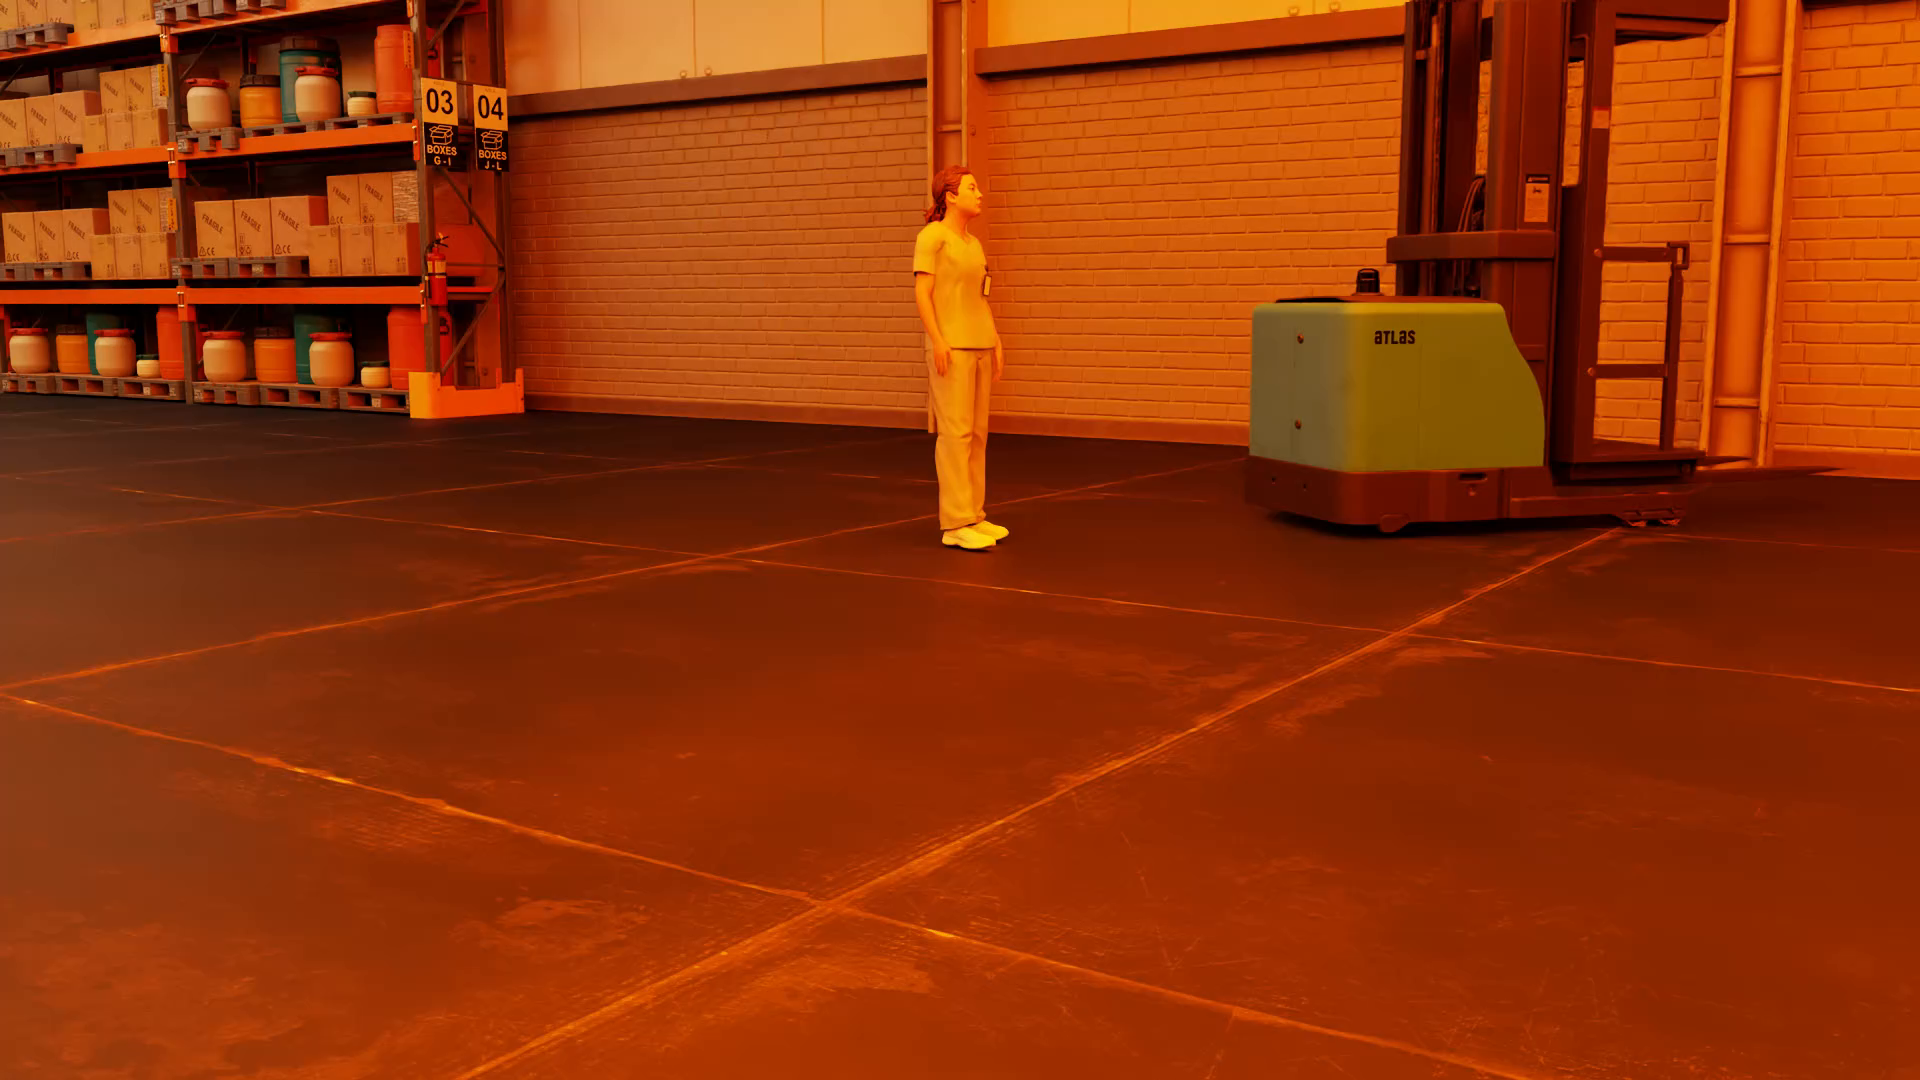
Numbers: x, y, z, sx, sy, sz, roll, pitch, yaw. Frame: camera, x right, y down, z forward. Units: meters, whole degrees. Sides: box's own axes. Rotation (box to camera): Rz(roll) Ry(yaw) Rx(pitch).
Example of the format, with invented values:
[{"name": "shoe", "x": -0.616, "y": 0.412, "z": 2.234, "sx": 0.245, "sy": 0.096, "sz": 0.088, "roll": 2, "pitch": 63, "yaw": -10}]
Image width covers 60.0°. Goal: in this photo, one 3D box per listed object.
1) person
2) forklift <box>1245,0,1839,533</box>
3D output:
[{"name": "person", "x": 0.054, "y": -0.830, "z": 7.433, "sx": 0.548, "sy": 1.673, "sz": 0.550, "roll": 5, "pitch": 10, "yaw": 34}, {"name": "forklift", "x": 3.024, "y": -1.580, "z": 8.305, "sx": 3.031, "sy": 2.935, "sz": 1.130, "roll": -3, "pitch": 9, "yaw": -18}]
